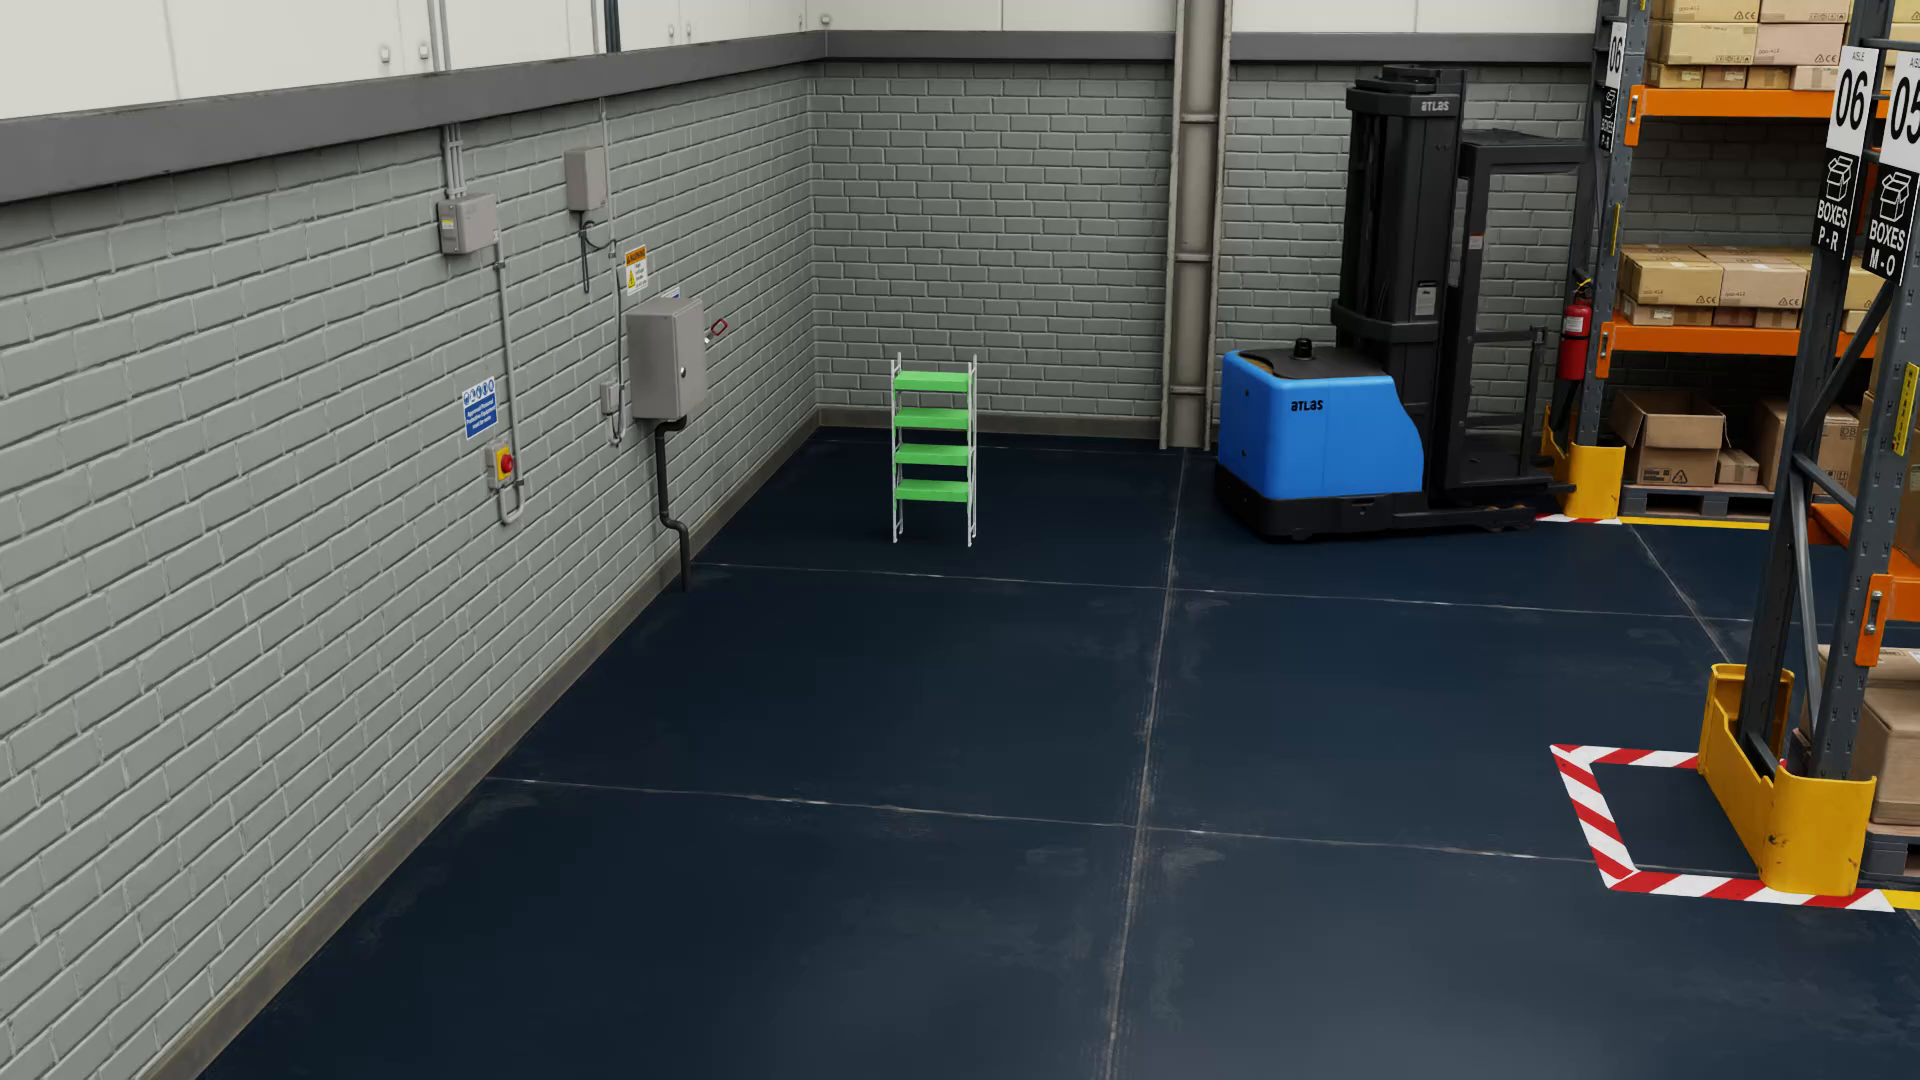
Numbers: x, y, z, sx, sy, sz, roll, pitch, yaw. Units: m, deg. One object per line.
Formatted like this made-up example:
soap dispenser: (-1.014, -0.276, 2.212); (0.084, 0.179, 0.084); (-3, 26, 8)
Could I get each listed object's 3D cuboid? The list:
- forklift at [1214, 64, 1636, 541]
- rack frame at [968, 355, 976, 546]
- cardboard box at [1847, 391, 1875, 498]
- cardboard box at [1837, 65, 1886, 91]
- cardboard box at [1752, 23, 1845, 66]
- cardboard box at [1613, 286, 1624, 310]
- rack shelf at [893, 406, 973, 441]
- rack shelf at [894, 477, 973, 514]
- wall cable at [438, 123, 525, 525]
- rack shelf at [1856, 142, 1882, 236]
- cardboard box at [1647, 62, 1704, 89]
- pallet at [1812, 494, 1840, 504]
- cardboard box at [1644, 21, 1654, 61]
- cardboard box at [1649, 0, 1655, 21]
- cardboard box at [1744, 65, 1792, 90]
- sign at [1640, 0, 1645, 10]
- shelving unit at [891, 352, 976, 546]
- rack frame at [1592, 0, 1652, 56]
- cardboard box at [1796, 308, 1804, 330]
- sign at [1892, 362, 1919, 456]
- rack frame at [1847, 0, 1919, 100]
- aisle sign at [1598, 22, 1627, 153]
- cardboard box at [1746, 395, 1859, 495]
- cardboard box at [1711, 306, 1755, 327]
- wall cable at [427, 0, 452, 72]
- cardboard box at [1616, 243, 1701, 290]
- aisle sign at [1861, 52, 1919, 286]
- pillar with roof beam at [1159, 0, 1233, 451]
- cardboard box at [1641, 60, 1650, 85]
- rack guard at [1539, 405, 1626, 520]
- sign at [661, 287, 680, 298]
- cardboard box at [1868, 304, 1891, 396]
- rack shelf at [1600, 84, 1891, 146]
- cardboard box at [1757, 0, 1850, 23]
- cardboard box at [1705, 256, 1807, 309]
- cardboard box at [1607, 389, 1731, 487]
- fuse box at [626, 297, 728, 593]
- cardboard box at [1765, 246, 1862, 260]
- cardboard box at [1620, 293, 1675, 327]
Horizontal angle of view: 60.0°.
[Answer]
forklift: (3.331, -1.602, 10.972); (3.031, 2.935, 1.130); (-4, 19, -11)
rack frame: (0.077, -0.565, 10.601); (0.015, 1.200, 0.240); (3, 19, 9)
cardboard box: (4.020, -0.303, 6.823); (0.500, 0.500, 0.500); (3, 19, 9)
cardboard box: (5.566, -2.888, 10.375); (0.250, 0.149, 0.380); (3, 19, 8)
cardboard box: (5.185, -3.117, 10.433); (0.500, 0.250, 0.500); (3, 19, 10)
cardboard box: (4.655, -1.700, 11.554); (0.250, 0.149, 0.380); (3, 19, 8)
rack shelf: (-0.163, -0.744, 10.582); (0.480, 0.148, 0.258); (3, 19, 9)
rack shelf: (-0.163, -0.289, 10.734); (0.480, 0.148, 0.258); (3, 19, 9)
wall cable: (-2.069, -0.970, 7.324); (0.123, 1.953, 0.585); (3, 19, 9)
rack shelf: (5.476, -1.178, 6.001); (4.000, 0.370, 1.077); (3, 19, 9)
cardboard box: (4.563, -2.967, 10.610); (0.250, 0.149, 0.380); (3, 19, 10)
pallet: (6.349, -0.324, 11.439); (1.213, 0.211, 1.003); (3, 19, 9)
cardboard box: (4.768, -3.307, 11.001); (0.500, 0.250, 0.500); (3, 19, 8)
cardboard box: (4.768, -3.547, 10.928); (0.500, 0.250, 0.500); (2, 19, 7)
cardboard box: (5.077, -2.943, 10.541); (0.250, 0.149, 0.380); (3, 19, 9)
sign: (4.199, -3.419, 10.189); (0.005, 0.325, 0.100); (3, 19, 9)
shelving unit: (-0.163, -0.577, 10.638); (0.503, 1.200, 0.258); (3, 19, 9)
rack frame: (4.285, -4.597, 10.360); (0.127, 3.000, 1.000); (3, 19, 9)
cardboard box: (5.593, -1.486, 10.914); (0.250, 0.149, 0.380); (3, 19, 9)
sign: (3.408, -0.471, 5.995); (0.005, 0.325, 0.100); (3, 19, 9)
rack frame: (3.502, -3.042, 5.712); (0.127, 3.000, 1.000); (3, 19, 9)
aisle sign: (4.171, -2.896, 10.635); (0.004, 0.787, 0.394); (3, 19, 9)
cardboard box: (5.712, -0.650, 11.296); (0.500, 0.500, 0.700); (4, 19, 11)
cardboard box: (5.090, -1.530, 11.044); (0.250, 0.149, 0.380); (3, 19, 8)
wall cable: (-2.159, -3.240, 6.304); (0.029, 3.000, 0.463); (3, 19, 9)
cardboard box: (4.782, -1.882, 11.468); (0.500, 0.250, 0.500); (3, 19, 10)
aisle sign: (3.385, -1.342, 5.991); (0.004, 0.787, 0.394); (3, 19, 9)
pillar with roof beam: (1.083, -3.666, 7.579); (0.400, 9.000, 9.100); (3, 19, 9)
cardboard box: (4.638, -3.112, 11.045); (0.250, 0.149, 0.380); (3, 19, 10)
rack guard: (4.360, -0.563, 11.697); (0.348, 0.500, 1.175); (3, 19, 9)
sign: (-1.718, -1.244, 9.944); (0.001, 0.494, 0.329); (3, 19, 9)
cardboard box: (4.016, -0.769, 6.640); (0.500, 0.500, 0.500); (4, 19, 10)
rack shelf: (6.260, -2.733, 10.650); (4.000, 0.370, 1.077); (3, 19, 9)
cardboard box: (5.183, -3.349, 10.337); (0.500, 0.250, 0.500); (3, 19, 8)
cardboard box: (5.188, -1.689, 10.893); (0.500, 0.250, 0.500); (3, 19, 9)
cardboard box: (4.874, -0.707, 11.461); (0.637, 0.503, 0.797); (2, 19, 6)
fuse box: (-1.592, -0.513, 9.640); (0.414, 1.711, 0.539); (3, 19, 9)
cardboard box: (5.779, -1.829, 11.311); (0.500, 0.250, 0.500); (4, 19, 10)
cardboard box: (4.566, -1.530, 11.046); (0.250, 0.149, 0.380); (3, 19, 8)
